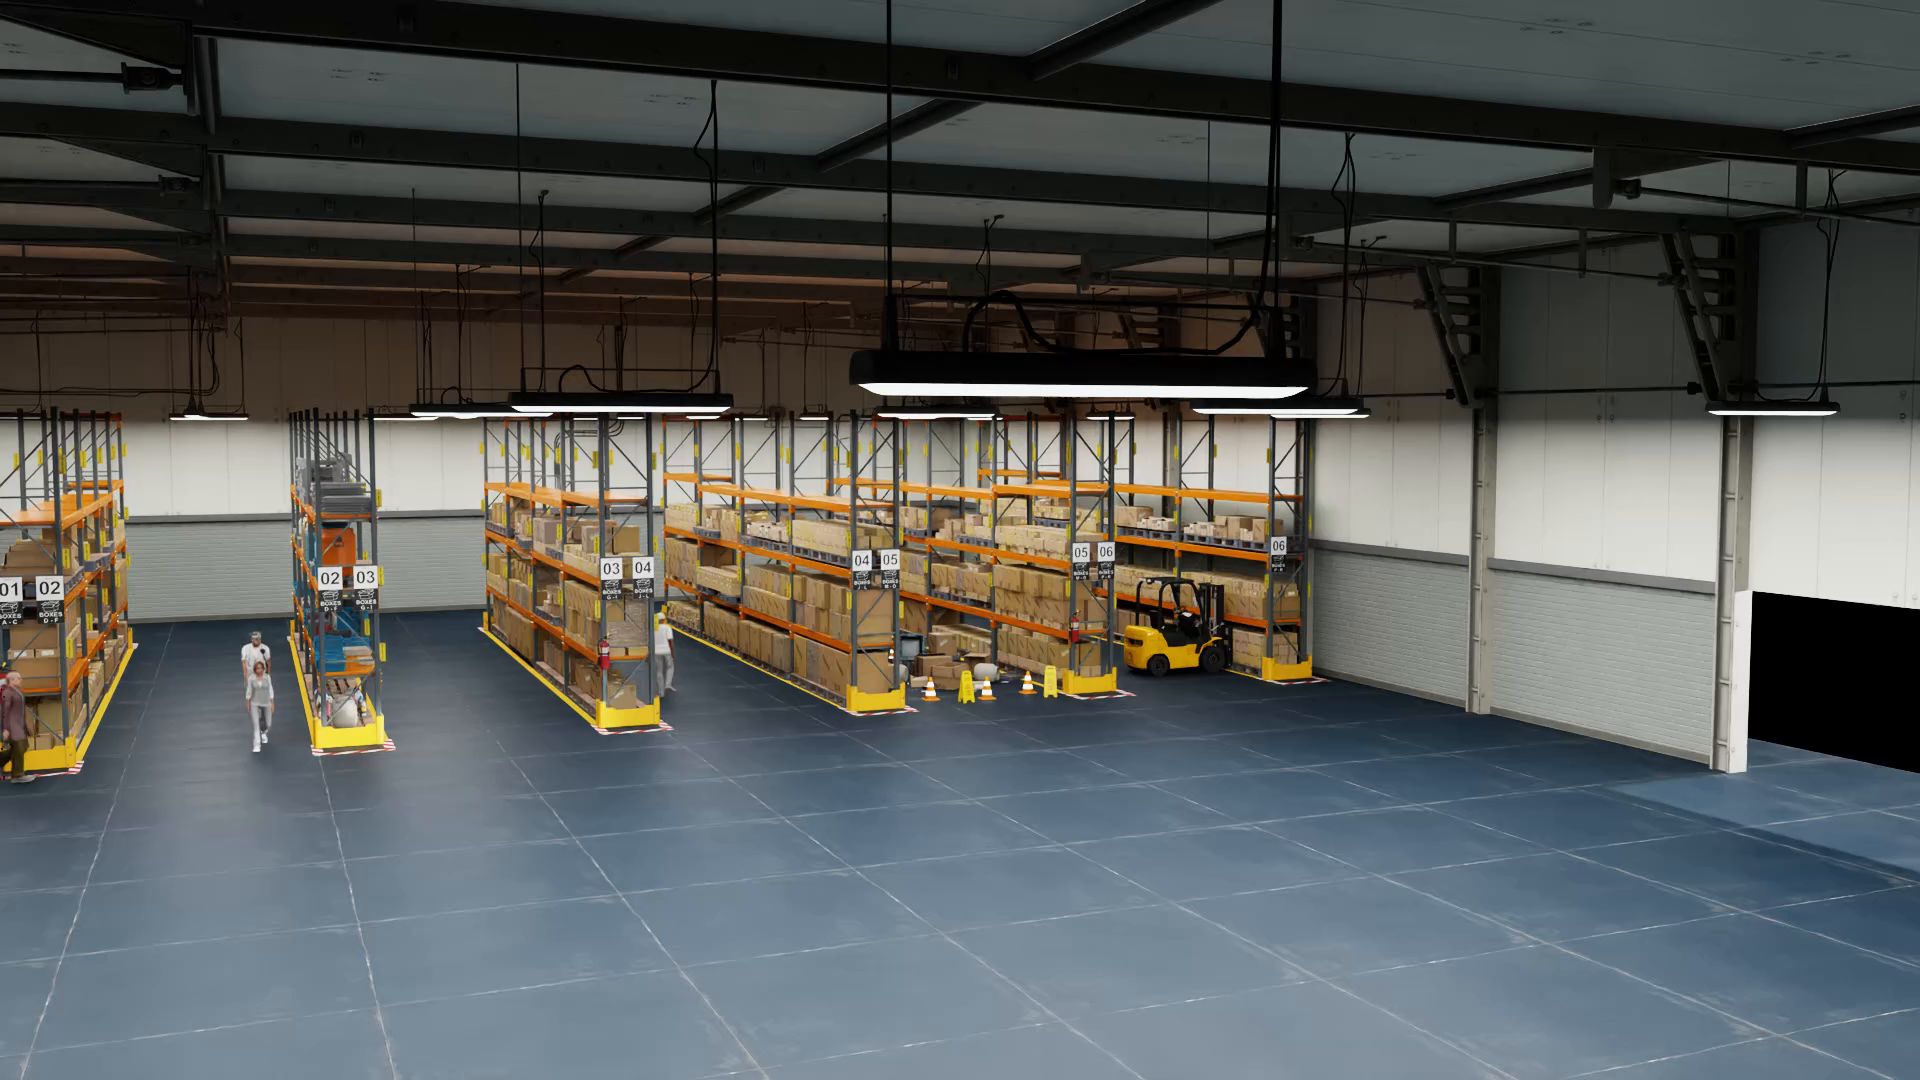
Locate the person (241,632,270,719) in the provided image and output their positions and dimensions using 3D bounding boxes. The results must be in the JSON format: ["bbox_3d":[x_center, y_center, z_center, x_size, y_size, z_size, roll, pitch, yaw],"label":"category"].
[{"bbox_3d":[-13.703,2.614,32.361,0.525,1.663,1.161,-2,4,-21],"label":"person"}]

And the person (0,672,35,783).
[{"bbox_3d":[-15.118,2.971,26.443,0.782,1.760,0.574,0,4,-3],"label":"person"}]

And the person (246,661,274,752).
[{"bbox_3d":[-12.291,2.890,29.199,0.447,1.554,0.868,-2,5,-28],"label":"person"}]

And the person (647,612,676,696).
[{"bbox_3d":[-6.278,2.389,34.934,0.593,1.752,0.485,0,4,-5],"label":"person"}]
